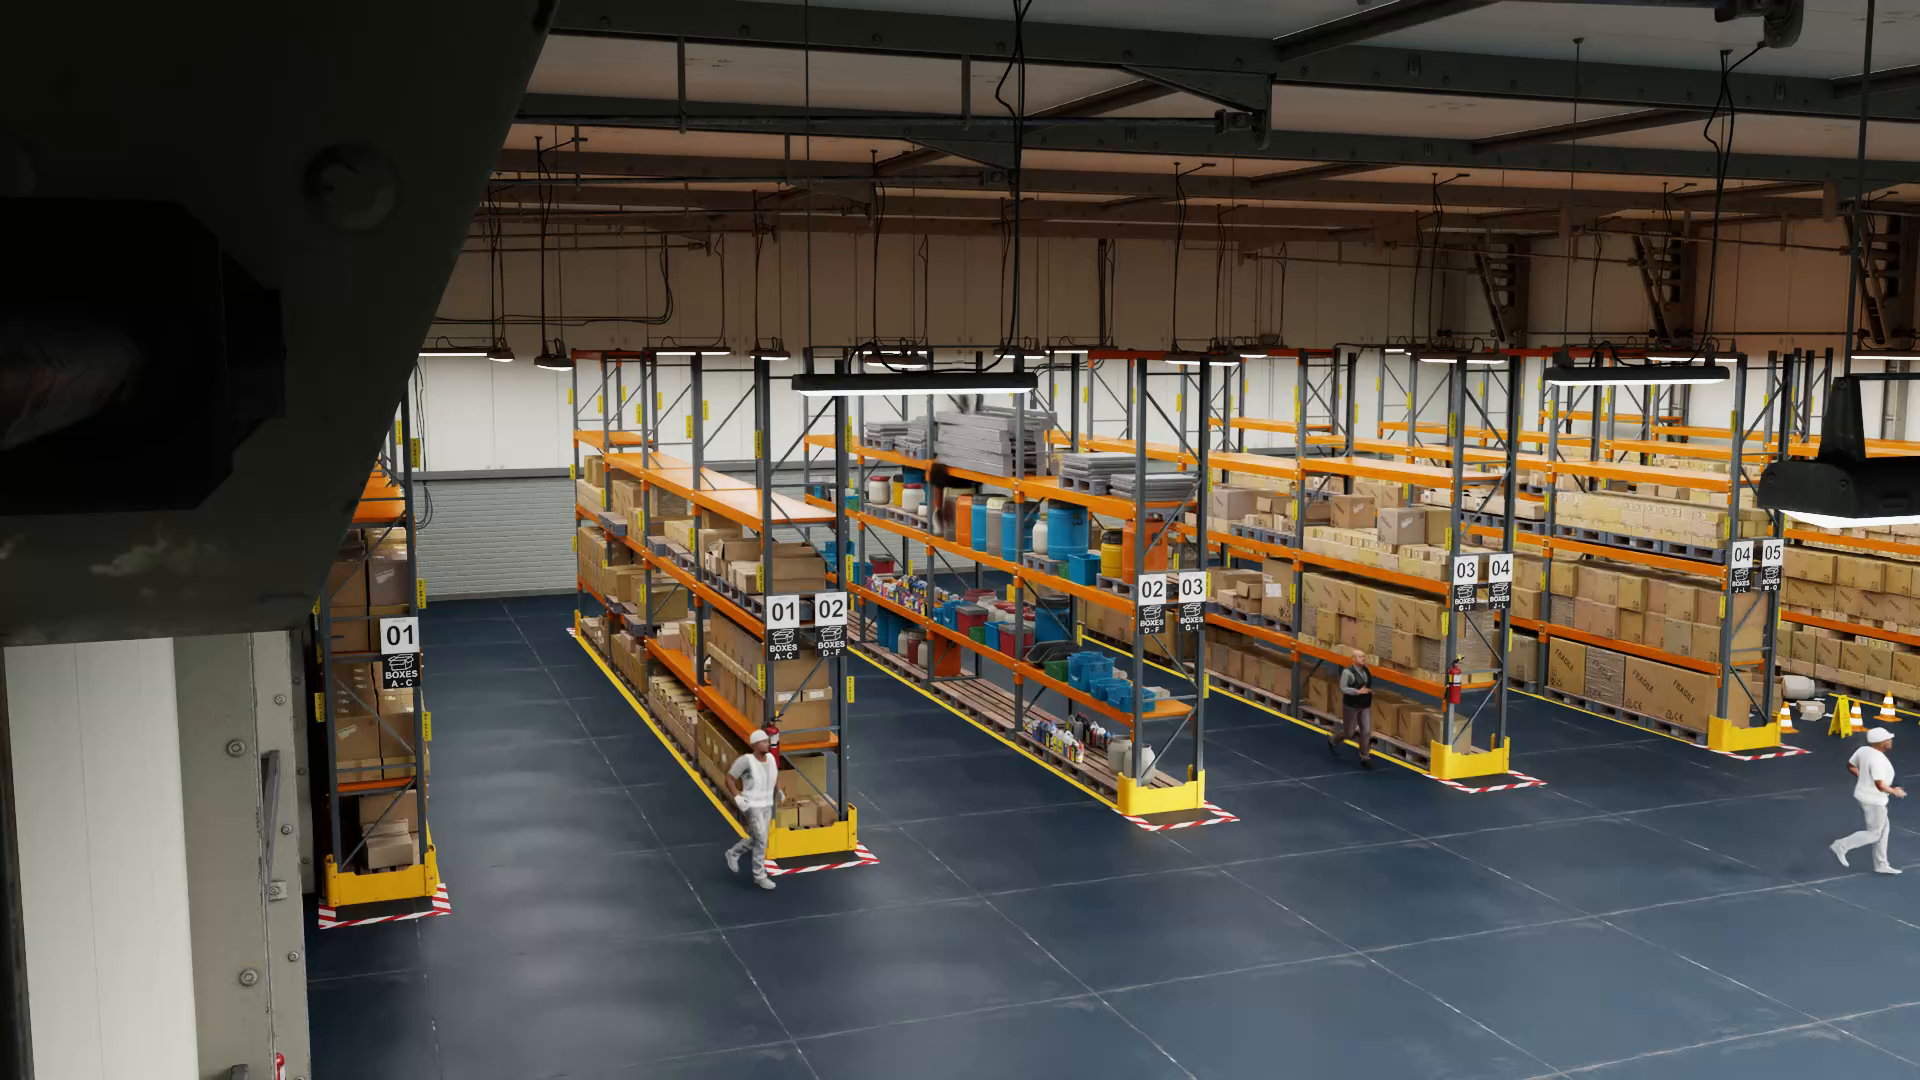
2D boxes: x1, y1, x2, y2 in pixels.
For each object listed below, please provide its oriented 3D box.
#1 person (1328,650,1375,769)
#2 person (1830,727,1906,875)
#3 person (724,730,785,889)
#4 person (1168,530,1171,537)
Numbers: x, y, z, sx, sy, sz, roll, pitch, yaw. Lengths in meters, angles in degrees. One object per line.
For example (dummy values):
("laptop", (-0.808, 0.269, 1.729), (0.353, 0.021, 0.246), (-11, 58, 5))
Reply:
("person", (5.781, 2.443, 24.345), (0.659, 1.704, 0.924), (-4, 8, -27))
("person", (10.647, 3.058, 19.502), (0.862, 1.760, 0.694), (1, 7, 8))
("person", (-2.366, 3.080, 19.281), (0.794, 1.764, 0.721), (5, 9, 33))
("person", (4.967, 0.457, 40.760), (0.697, 1.660, 0.645), (3, 8, 24))
